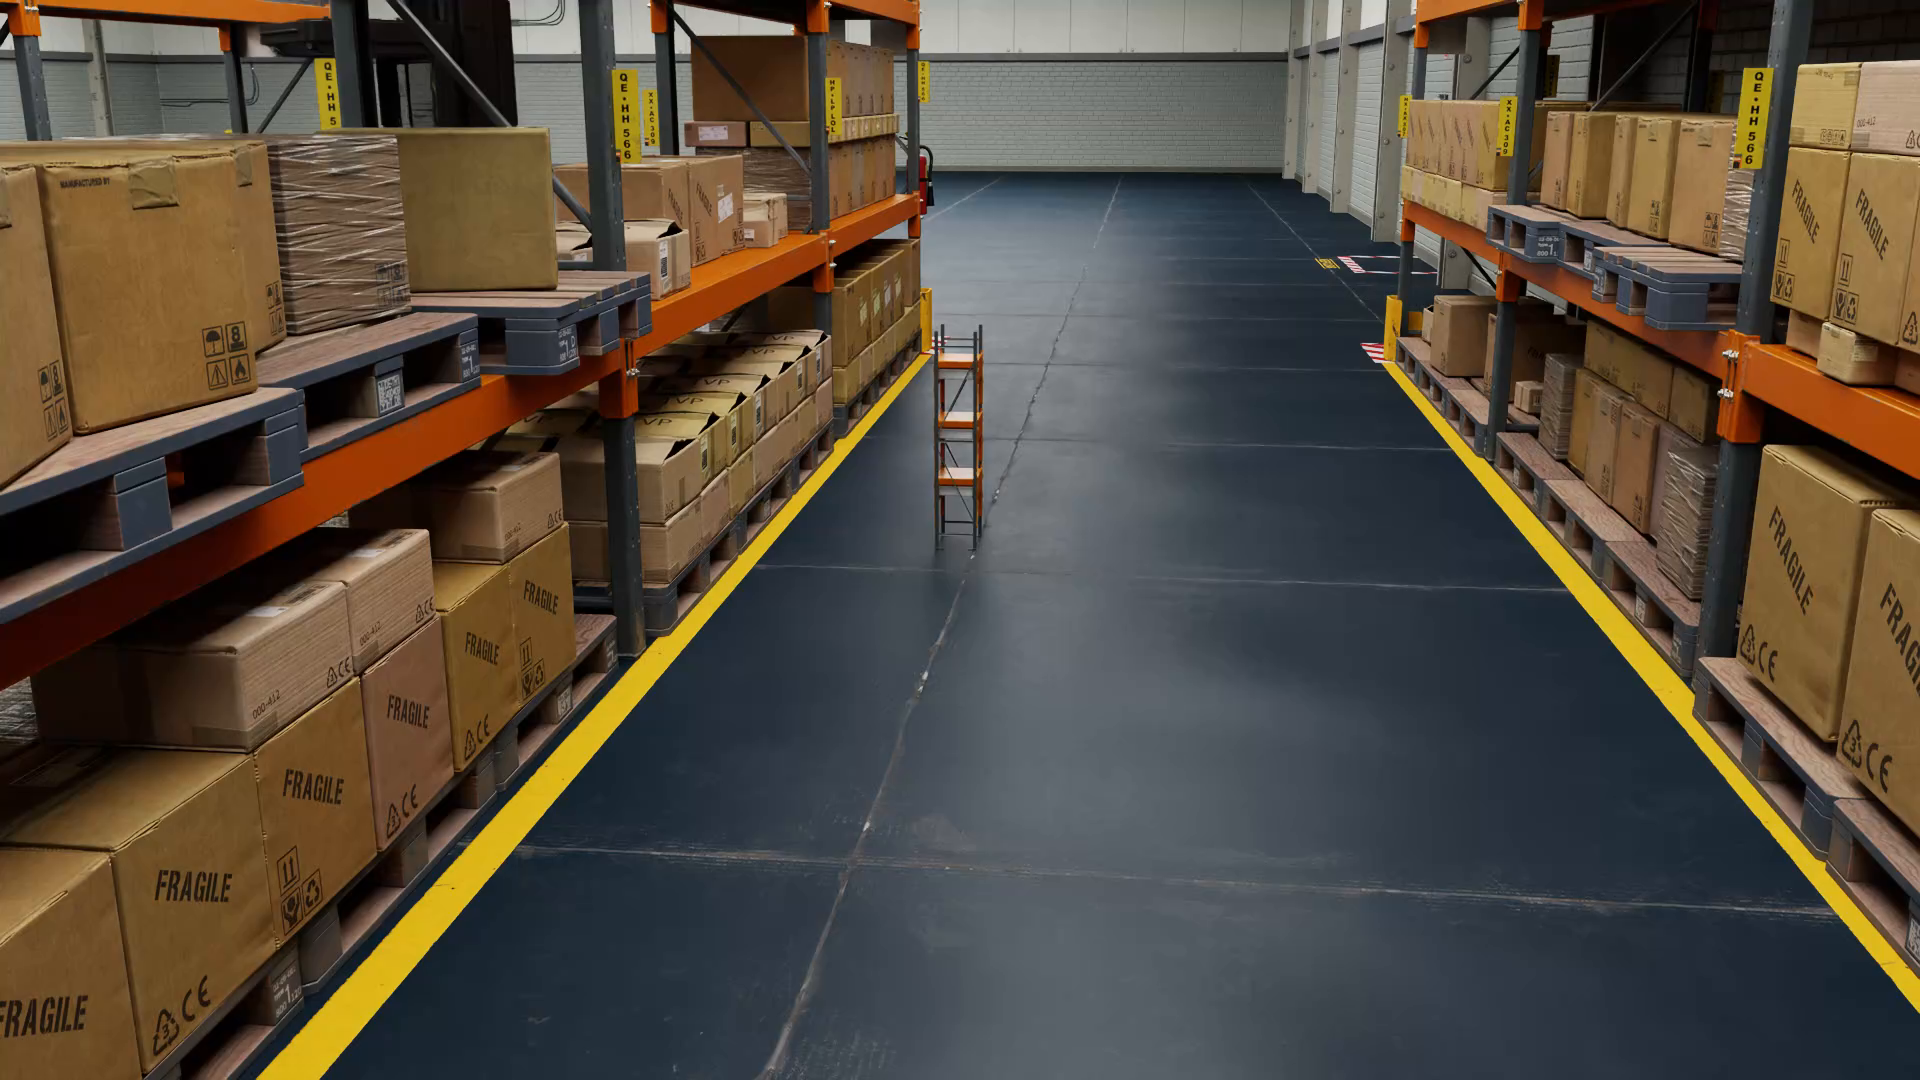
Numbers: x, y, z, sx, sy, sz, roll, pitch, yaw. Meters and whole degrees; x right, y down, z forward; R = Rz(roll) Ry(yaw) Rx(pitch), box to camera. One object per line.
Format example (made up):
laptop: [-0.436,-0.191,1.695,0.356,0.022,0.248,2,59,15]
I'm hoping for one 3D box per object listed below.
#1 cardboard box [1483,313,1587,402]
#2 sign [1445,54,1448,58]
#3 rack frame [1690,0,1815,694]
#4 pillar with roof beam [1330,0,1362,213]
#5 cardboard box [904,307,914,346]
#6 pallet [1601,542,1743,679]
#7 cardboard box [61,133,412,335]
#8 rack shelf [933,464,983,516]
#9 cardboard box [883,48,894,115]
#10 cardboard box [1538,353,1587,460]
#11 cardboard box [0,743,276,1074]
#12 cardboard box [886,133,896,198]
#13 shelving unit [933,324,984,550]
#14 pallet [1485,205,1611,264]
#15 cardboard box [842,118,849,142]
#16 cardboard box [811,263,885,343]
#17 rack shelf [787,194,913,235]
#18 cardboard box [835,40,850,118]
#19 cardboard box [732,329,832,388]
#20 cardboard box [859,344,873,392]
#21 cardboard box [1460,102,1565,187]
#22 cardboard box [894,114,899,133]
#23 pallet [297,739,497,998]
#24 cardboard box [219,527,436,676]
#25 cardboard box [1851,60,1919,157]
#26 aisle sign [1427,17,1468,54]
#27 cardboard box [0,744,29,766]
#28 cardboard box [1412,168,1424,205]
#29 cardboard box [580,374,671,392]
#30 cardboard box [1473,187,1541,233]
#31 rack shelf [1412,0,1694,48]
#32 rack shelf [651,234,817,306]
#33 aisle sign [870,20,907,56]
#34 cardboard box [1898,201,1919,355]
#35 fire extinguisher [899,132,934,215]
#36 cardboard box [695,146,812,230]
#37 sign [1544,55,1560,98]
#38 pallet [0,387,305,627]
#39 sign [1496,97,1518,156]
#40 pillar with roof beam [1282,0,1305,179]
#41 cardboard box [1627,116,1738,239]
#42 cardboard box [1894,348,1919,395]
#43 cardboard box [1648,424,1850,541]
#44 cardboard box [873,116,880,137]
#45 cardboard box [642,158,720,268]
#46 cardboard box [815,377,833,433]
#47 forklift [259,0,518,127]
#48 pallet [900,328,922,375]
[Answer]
cardboard box: [3.711,-1.181,10.730,0.500,0.500,0.500,1,15,2]
sign: [5.960,-6.050,20.348,0.001,0.298,0.199,2,15,6]
rack frame: [3.183,-0.868,5.625,1.000,3.000,0.127,2,15,6]
pillar with roof beam: [2.620,-10.427,29.483,9.100,9.000,0.400,2,15,6]
cardboard box: [-0.648,-1.685,13.111,0.500,0.250,0.500,2,15,6]
pallet: [3.272,0.276,6.738,1.003,0.211,1.213,2,15,6]
cardboard box: [-1.992,-0.866,4.620,0.700,0.500,0.500,5,16,17]
rack shelf: [-0.006,-0.214,8.049,0.215,0.259,0.240,2,15,6]
cardboard box: [-0.908,-3.628,13.155,0.700,0.500,0.500,2,15,6]
cardboard box: [3.568,-0.720,9.023,0.700,0.500,0.500,2,15,8]
cardboard box: [-1.845,0.762,3.543,0.500,0.500,0.500,2,15,7]
cardboard box: [-0.902,-3.015,13.375,0.700,0.500,0.500,2,15,6]
shelving unit: [-0.006,-0.493,7.974,0.215,1.050,0.252,2,15,6]
pallet: [3.403,-1.619,8.769,1.003,0.211,1.213,2,15,6]
cardboard box: [-0.951,-2.741,11.117,0.380,0.149,0.250,1,15,4]
cardboard box: [-0.812,-1.658,11.574,0.500,0.500,0.500,2,15,6]
rack shelf: [-1.063,-2.316,11.984,0.919,0.124,3.809,2,15,6]
cardboard box: [-1.132,-3.101,11.207,0.700,0.500,0.500,2,15,6]
cardboard box: [-1.049,-1.083,9.809,0.500,0.311,0.500,2,15,6]
cardboard box: [-0.873,-1.166,11.193,0.500,0.250,0.500,2,15,6]
cardboard box: [3.431,-2.466,10.347,0.500,0.500,0.500,2,15,6]
cardboard box: [-0.691,-3.344,13.349,0.380,0.149,0.250,1,15,5]
pallet: [-2.002,0.841,4.646,1.003,0.211,1.213,2,15,6]
cardboard box: [-1.725,0.149,4.373,0.500,0.250,0.500,1,15,5]
cardboard box: [2.815,-1.182,4.550,0.500,0.250,0.500,1,15,5]
aisle sign: [3.796,-4.225,13.061,0.394,0.787,0.004,2,15,6]
cardboard box: [-2.356,0.755,3.571,0.500,0.500,0.500,2,15,6]
cardboard box: [3.671,-2.628,12.382,0.500,0.250,0.500,1,15,5]
cardboard box: [-1.755,-0.698,8.385,0.500,0.311,0.500,2,15,8]
cardboard box: [3.386,-1.974,9.966,0.500,0.250,0.500,2,15,6]
rack shelf: [3.860,-3.525,11.082,1.077,0.370,4.000,2,15,6]
rack shelf: [-1.514,-1.279,8.148,0.919,0.124,3.809,2,15,6]
aisle sign: [-0.538,-4.351,13.526,0.394,0.787,0.004,2,15,6]
cardboard box: [2.748,-0.687,4.155,0.500,0.500,0.500,2,15,6]
fire extinguisher: [-0.362,-3.067,13.907,0.296,0.674,0.183,2,15,6]
cardboard box: [-1.245,-2.214,10.411,0.700,0.500,0.500,1,15,5]
sign: [4.635,-3.633,13.026,0.100,0.325,0.005,2,15,6]
pallet: [-1.992,-0.087,3.104,1.003,0.211,1.213,2,15,6]
sign: [3.094,-2.337,9.400,0.100,0.325,0.005,2,15,6]
pillar with roof beam: [3.974,-13.539,40.993,9.100,9.000,0.400,2,15,6]
cardboard box: [3.344,-1.574,7.204,0.700,0.500,0.500,2,15,6]
cardboard box: [2.858,-0.477,4.624,0.380,0.149,0.250,2,15,6]
cardboard box: [3.386,-0.192,7.071,0.700,0.500,0.500,2,15,6]
cardboard box: [-0.807,-3.077,12.360,0.380,0.149,0.250,2,15,8]
cardboard box: [-1.507,-1.633,8.264,0.500,0.500,0.500,2,15,6]
cardboard box: [-1.047,-0.810,9.872,0.500,0.250,0.500,2,15,6]
forklift: [-3.377,-1.935,9.704,3.031,2.935,1.130,-10,18,-34]
pallet: [-0.882,-1.542,13.460,1.003,0.211,1.213,2,15,6]
